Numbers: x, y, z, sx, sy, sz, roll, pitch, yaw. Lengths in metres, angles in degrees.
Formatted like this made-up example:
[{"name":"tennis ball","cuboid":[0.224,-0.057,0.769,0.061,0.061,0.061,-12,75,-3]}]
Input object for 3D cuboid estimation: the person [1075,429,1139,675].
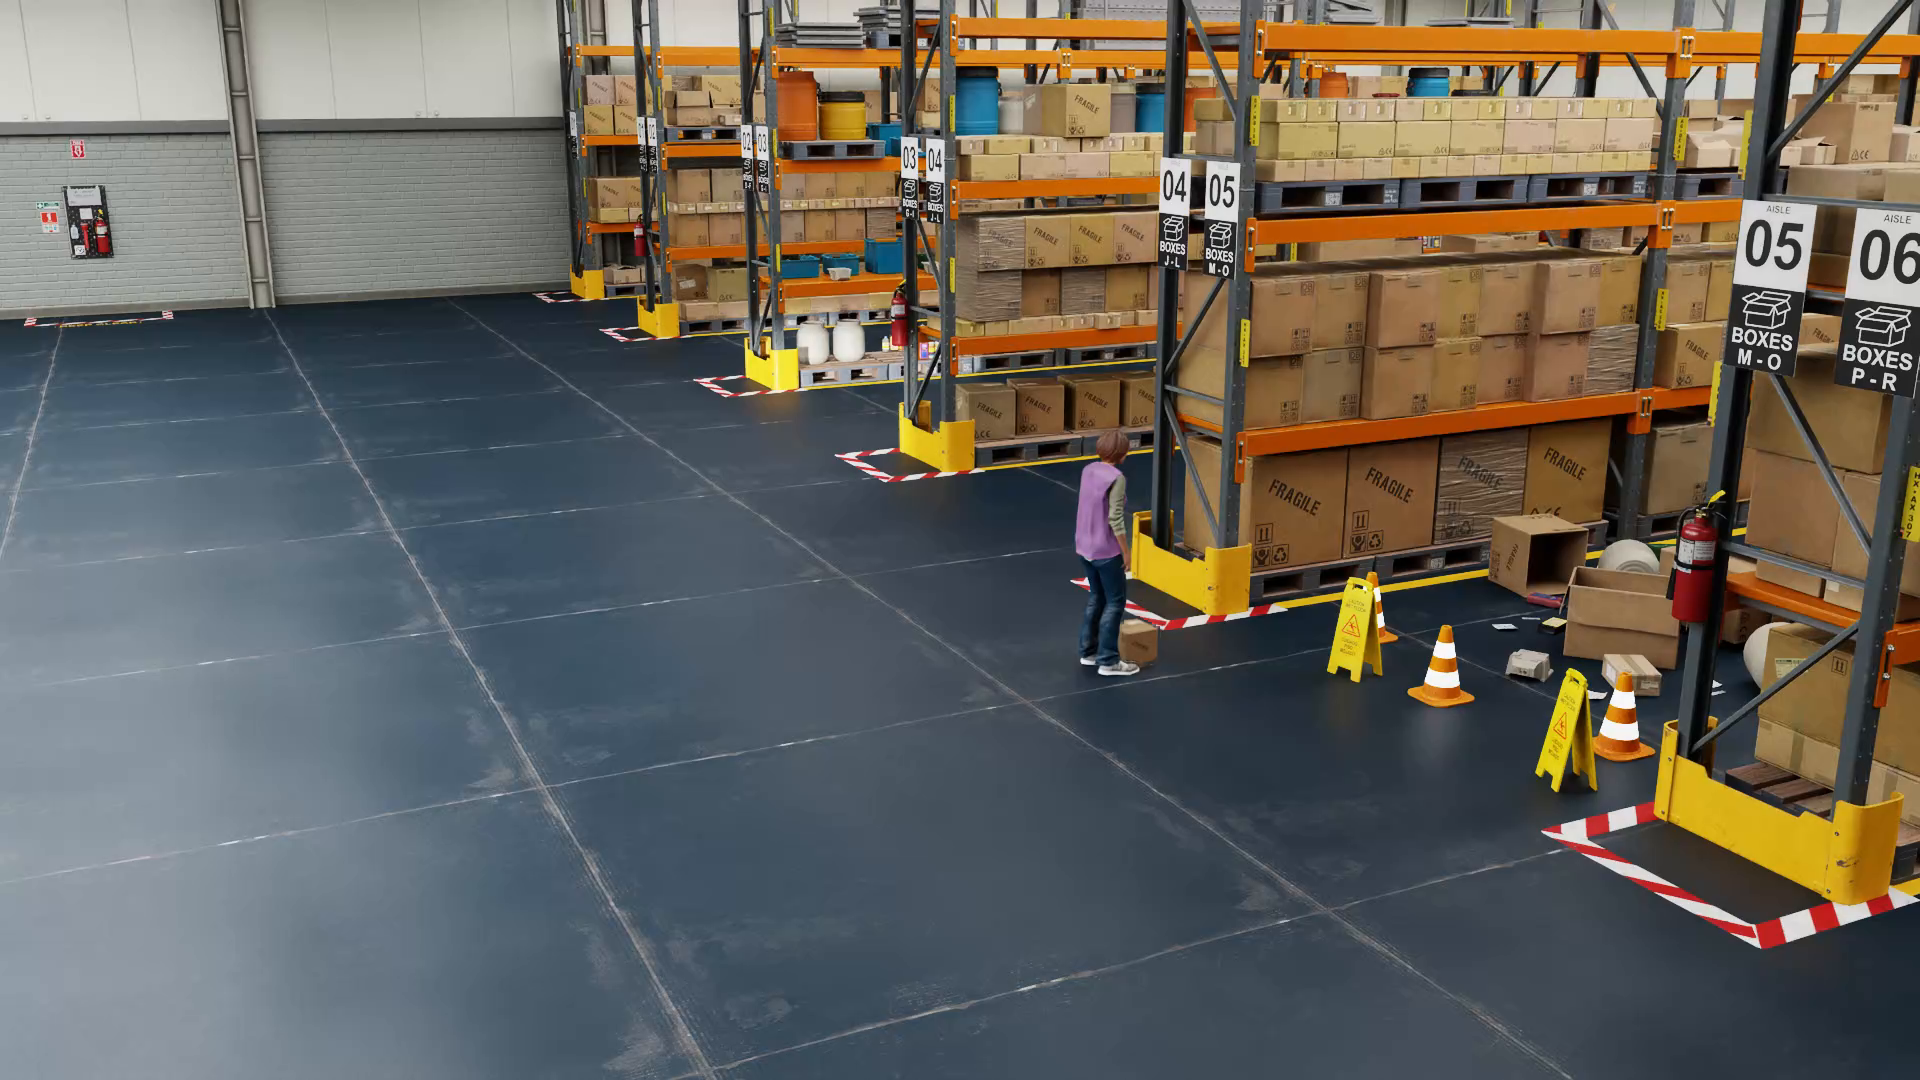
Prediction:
[{"name":"person","cuboid":[0.934,0.076,10.771,0.341,1.593,0.461,-8,17,-27]}]
